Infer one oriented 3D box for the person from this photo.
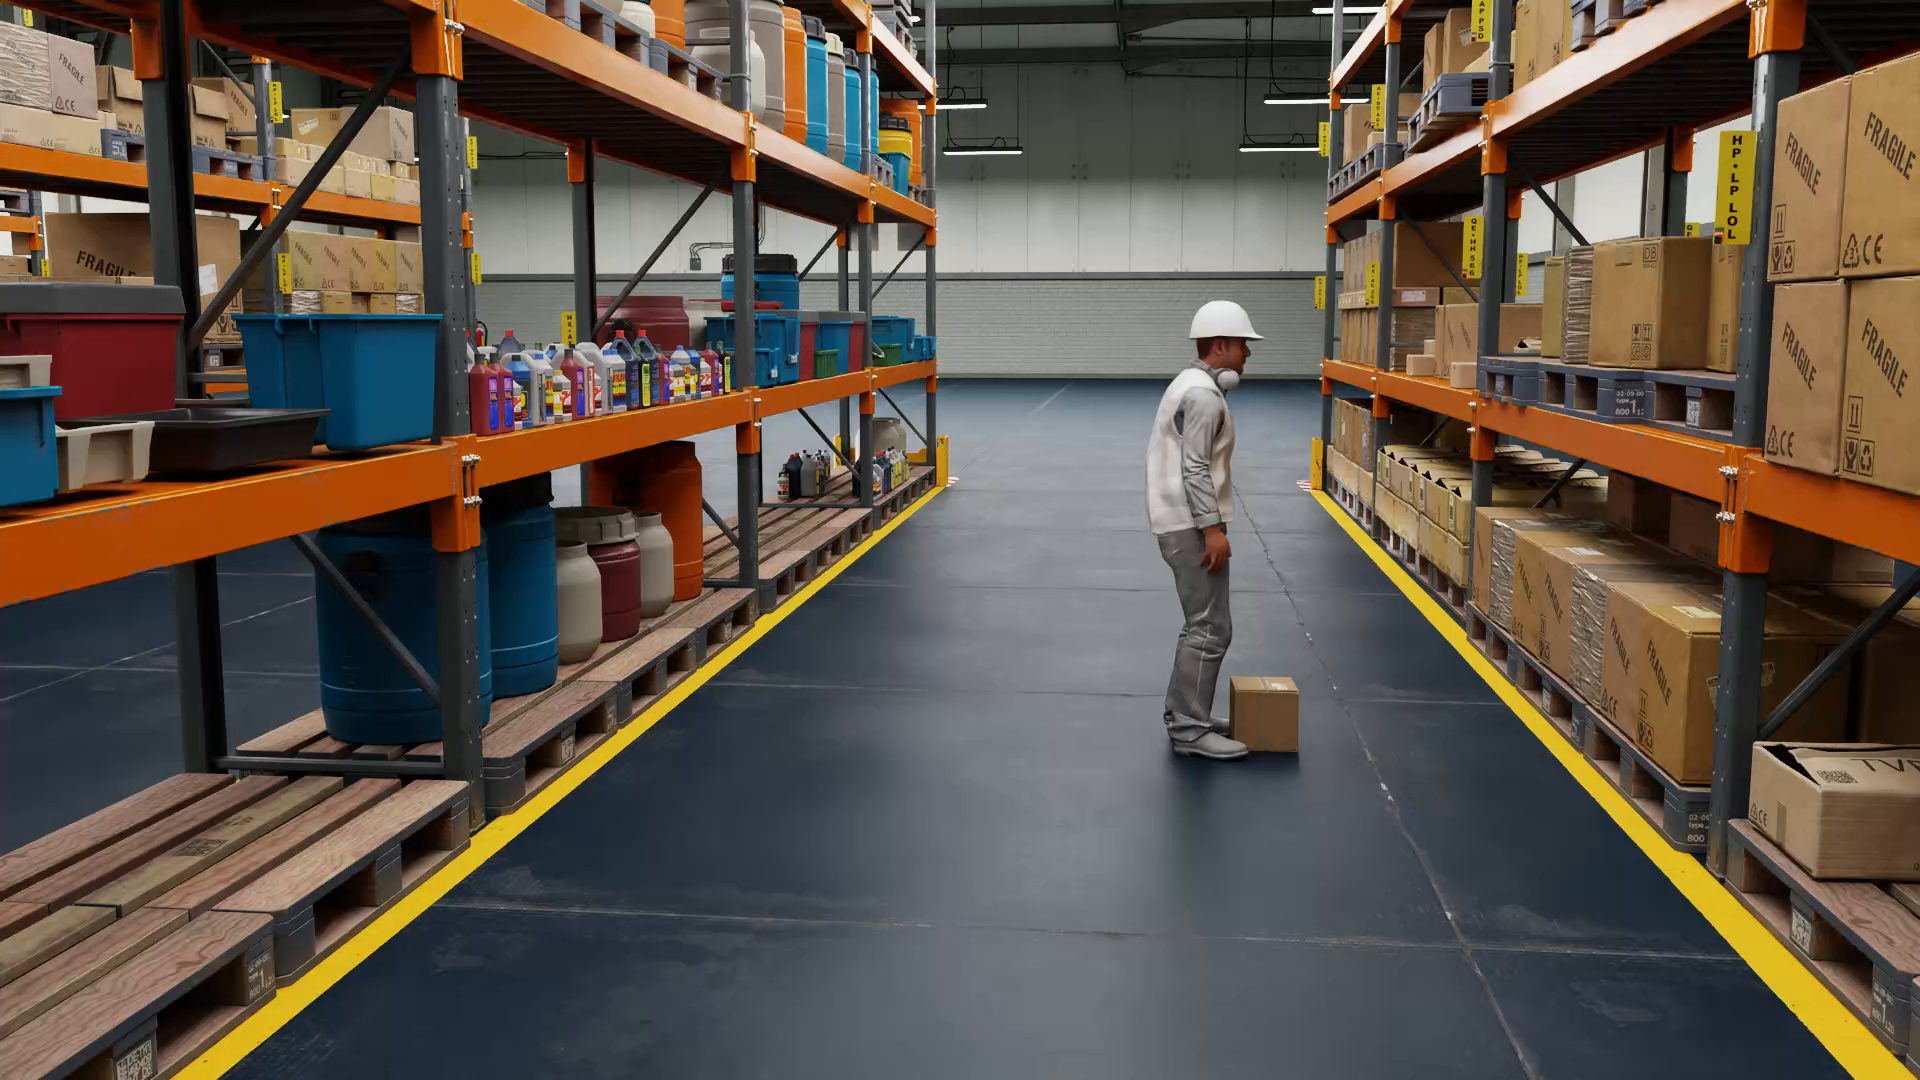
[{"bbox_3d":[0.963,-0.056,6.612,0.460,1.772,0.581,1,8,7],"label":"person"}]
